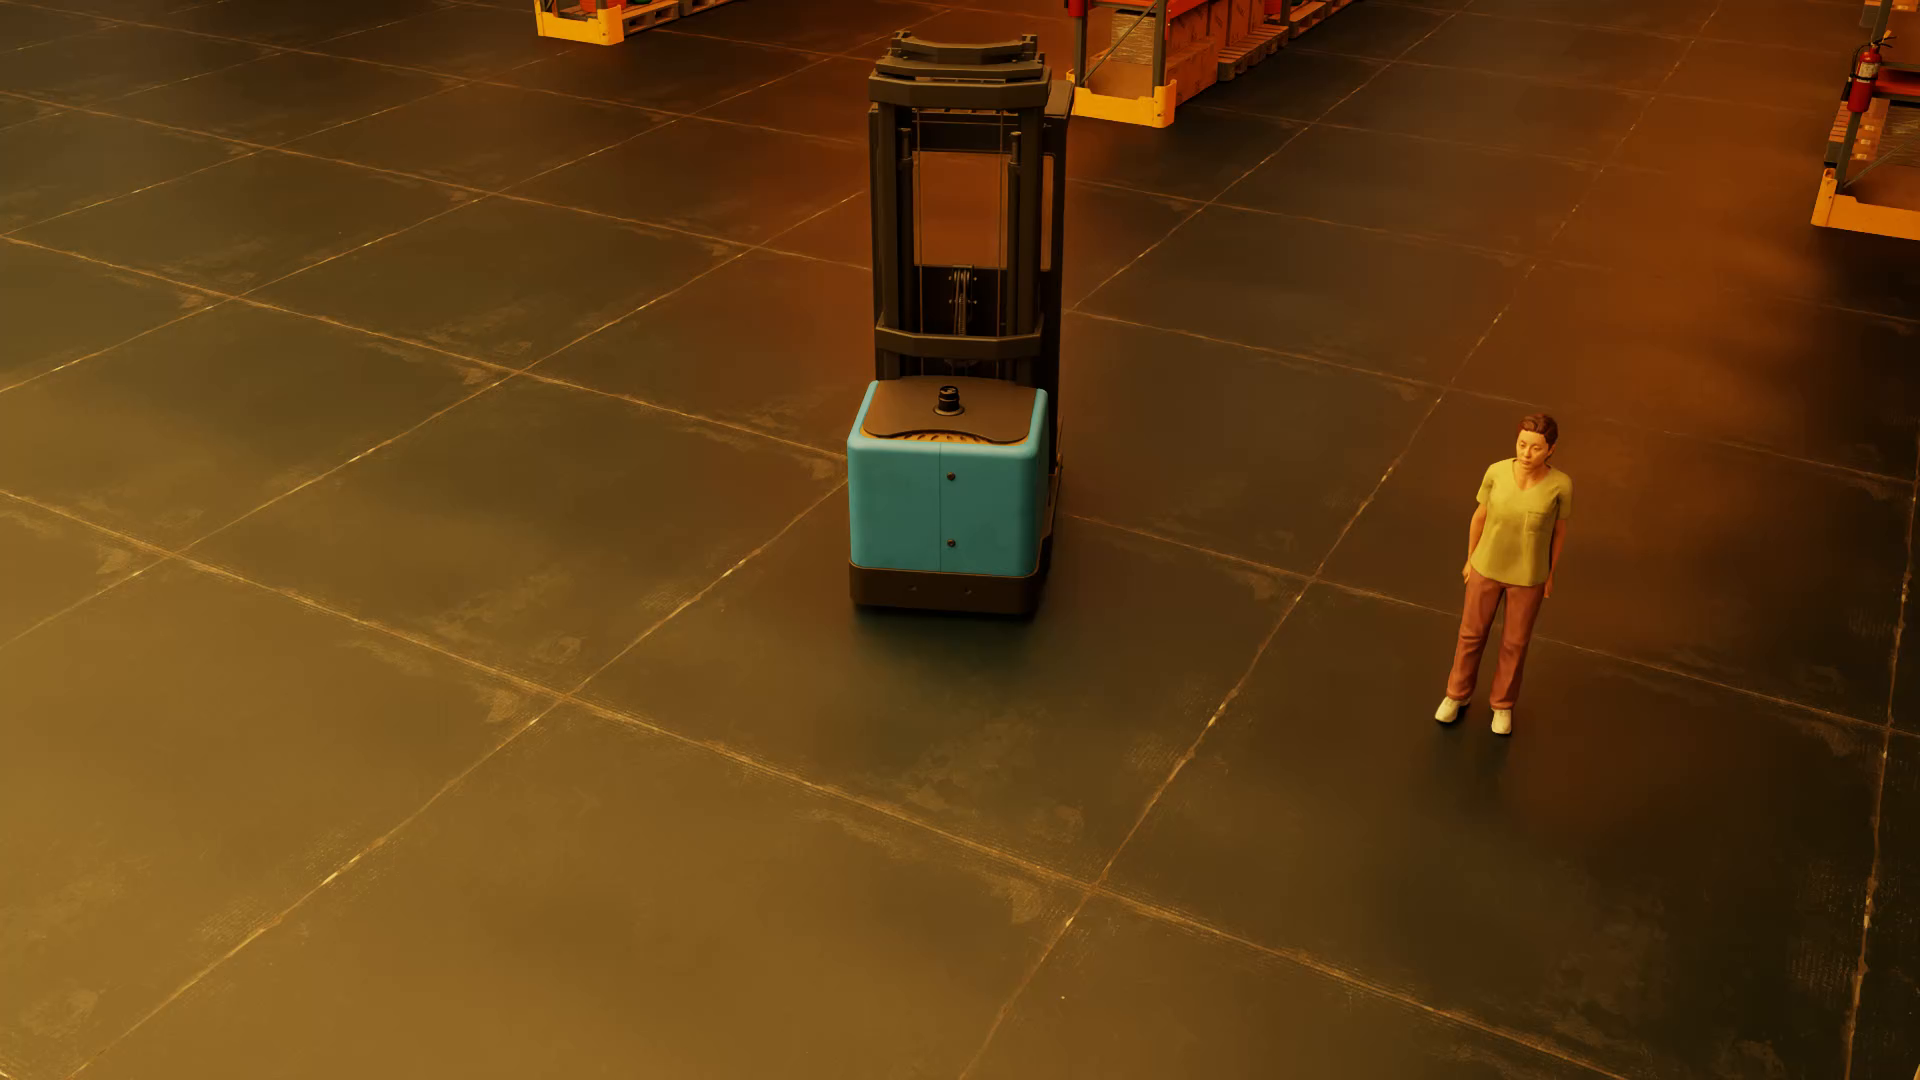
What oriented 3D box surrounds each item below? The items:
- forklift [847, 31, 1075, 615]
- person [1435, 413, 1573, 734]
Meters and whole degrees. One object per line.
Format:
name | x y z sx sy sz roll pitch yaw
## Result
forklift | 0.072 -1.572 9.794 1.130 2.935 3.031 3 30 6
person | 2.656 0.163 8.048 0.433 1.673 0.368 13 32 21
